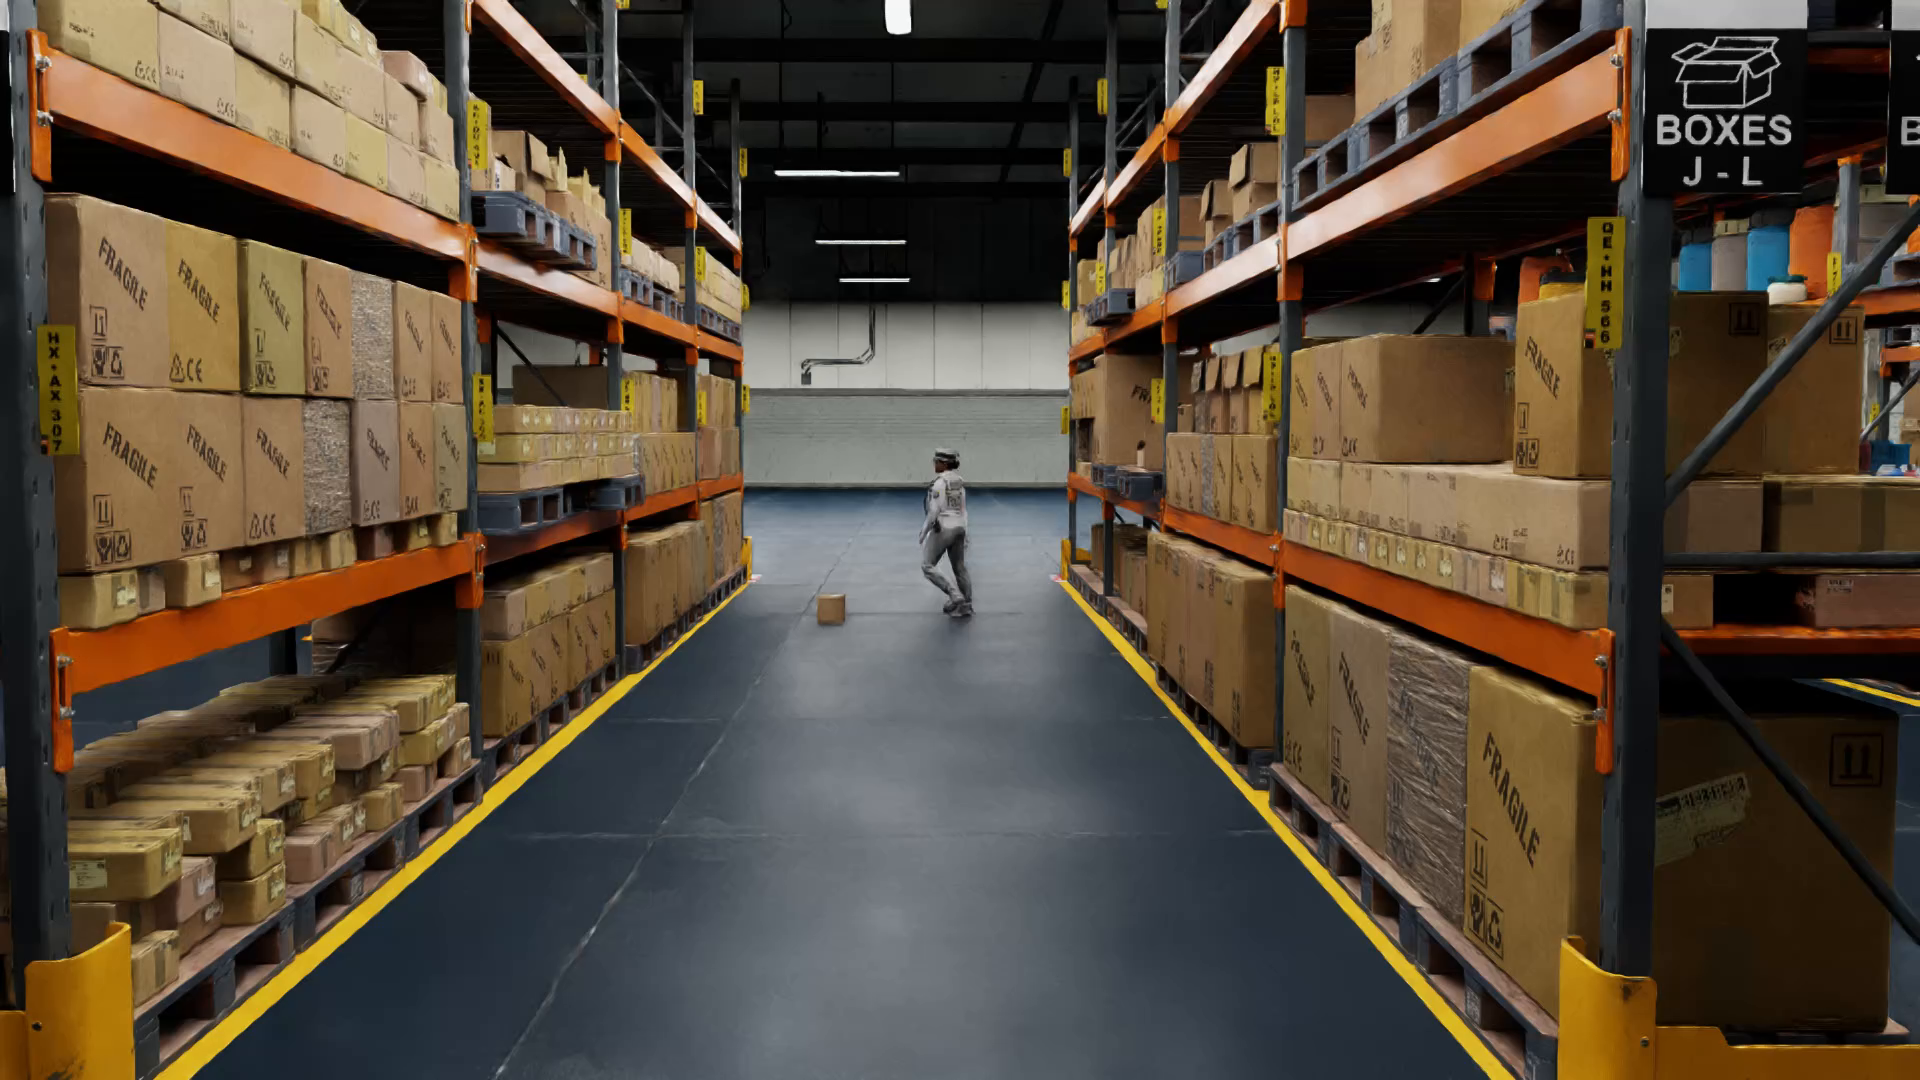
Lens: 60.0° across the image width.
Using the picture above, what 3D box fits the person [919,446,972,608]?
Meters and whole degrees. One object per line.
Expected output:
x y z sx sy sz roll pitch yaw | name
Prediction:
-0.107 -0.115 16.063 0.475 1.585 0.540 2 4 27 | person
